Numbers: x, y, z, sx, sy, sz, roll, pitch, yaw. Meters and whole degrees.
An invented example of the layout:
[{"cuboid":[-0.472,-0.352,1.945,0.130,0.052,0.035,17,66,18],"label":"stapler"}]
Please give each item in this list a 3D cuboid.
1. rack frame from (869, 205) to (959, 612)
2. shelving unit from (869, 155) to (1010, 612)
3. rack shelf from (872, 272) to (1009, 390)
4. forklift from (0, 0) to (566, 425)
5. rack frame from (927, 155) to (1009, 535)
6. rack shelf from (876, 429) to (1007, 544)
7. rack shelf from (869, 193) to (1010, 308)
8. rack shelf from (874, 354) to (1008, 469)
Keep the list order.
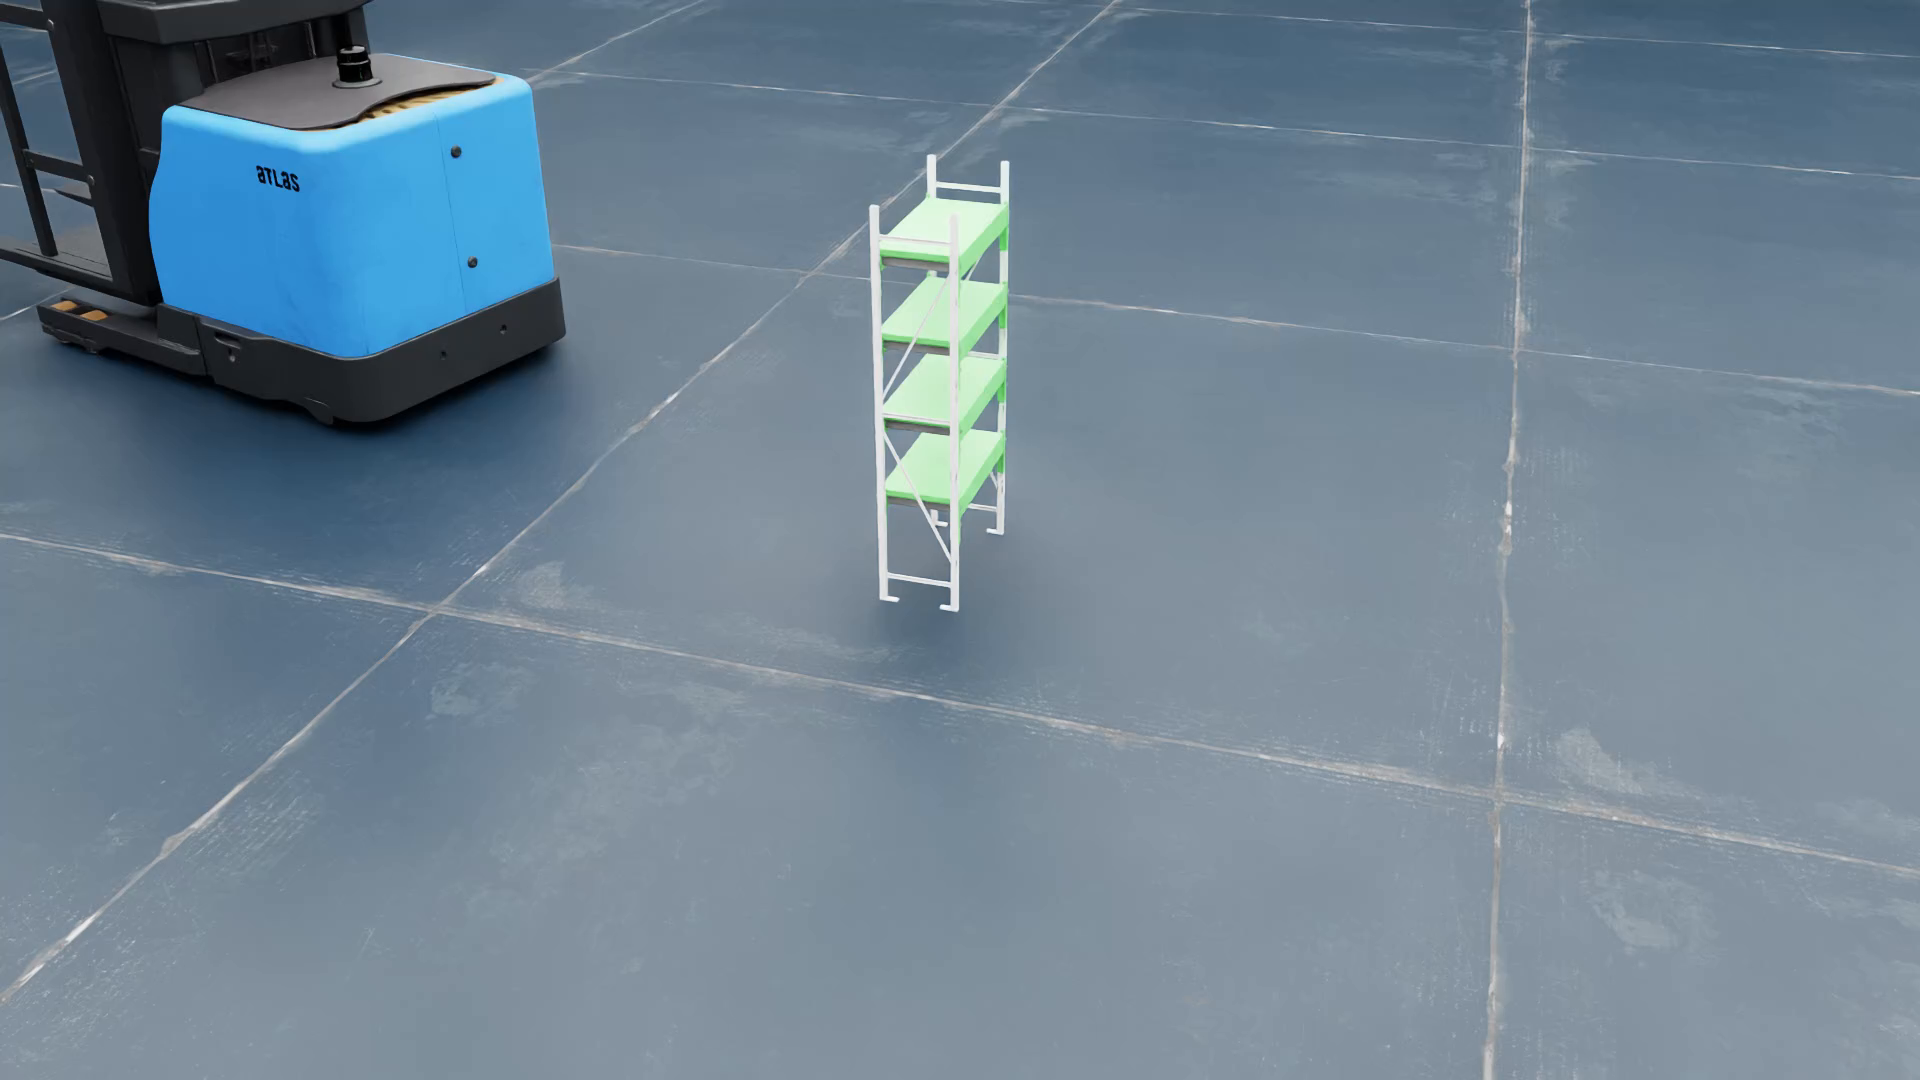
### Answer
[{"cuboid":[-0.120,-0.334,4.616,0.240,1.200,0.015,8,30,15],"label":"rack frame"},{"cuboid":[-0.049,-0.447,4.820,0.258,1.200,0.503,8,30,15],"label":"shelving unit"},{"cuboid":[-0.049,-0.601,4.734,0.258,0.148,0.480,8,30,15],"label":"rack shelf"},{"cuboid":[-3.077,-2.218,6.222,3.031,2.935,1.130,17,33,28],"label":"forklift"},{"cuboid":[0.023,-0.561,5.024,0.240,1.200,0.015,8,30,15],"label":"rack frame"},{"cuboid":[-0.049,-0.182,4.968,0.258,0.148,0.480,8,30,15],"label":"rack shelf"},{"cuboid":[-0.049,-0.811,4.618,0.258,0.148,0.480,8,30,15],"label":"rack shelf"},{"cuboid":[-0.049,-0.392,4.851,0.258,0.148,0.480,8,30,15],"label":"rack shelf"}]
